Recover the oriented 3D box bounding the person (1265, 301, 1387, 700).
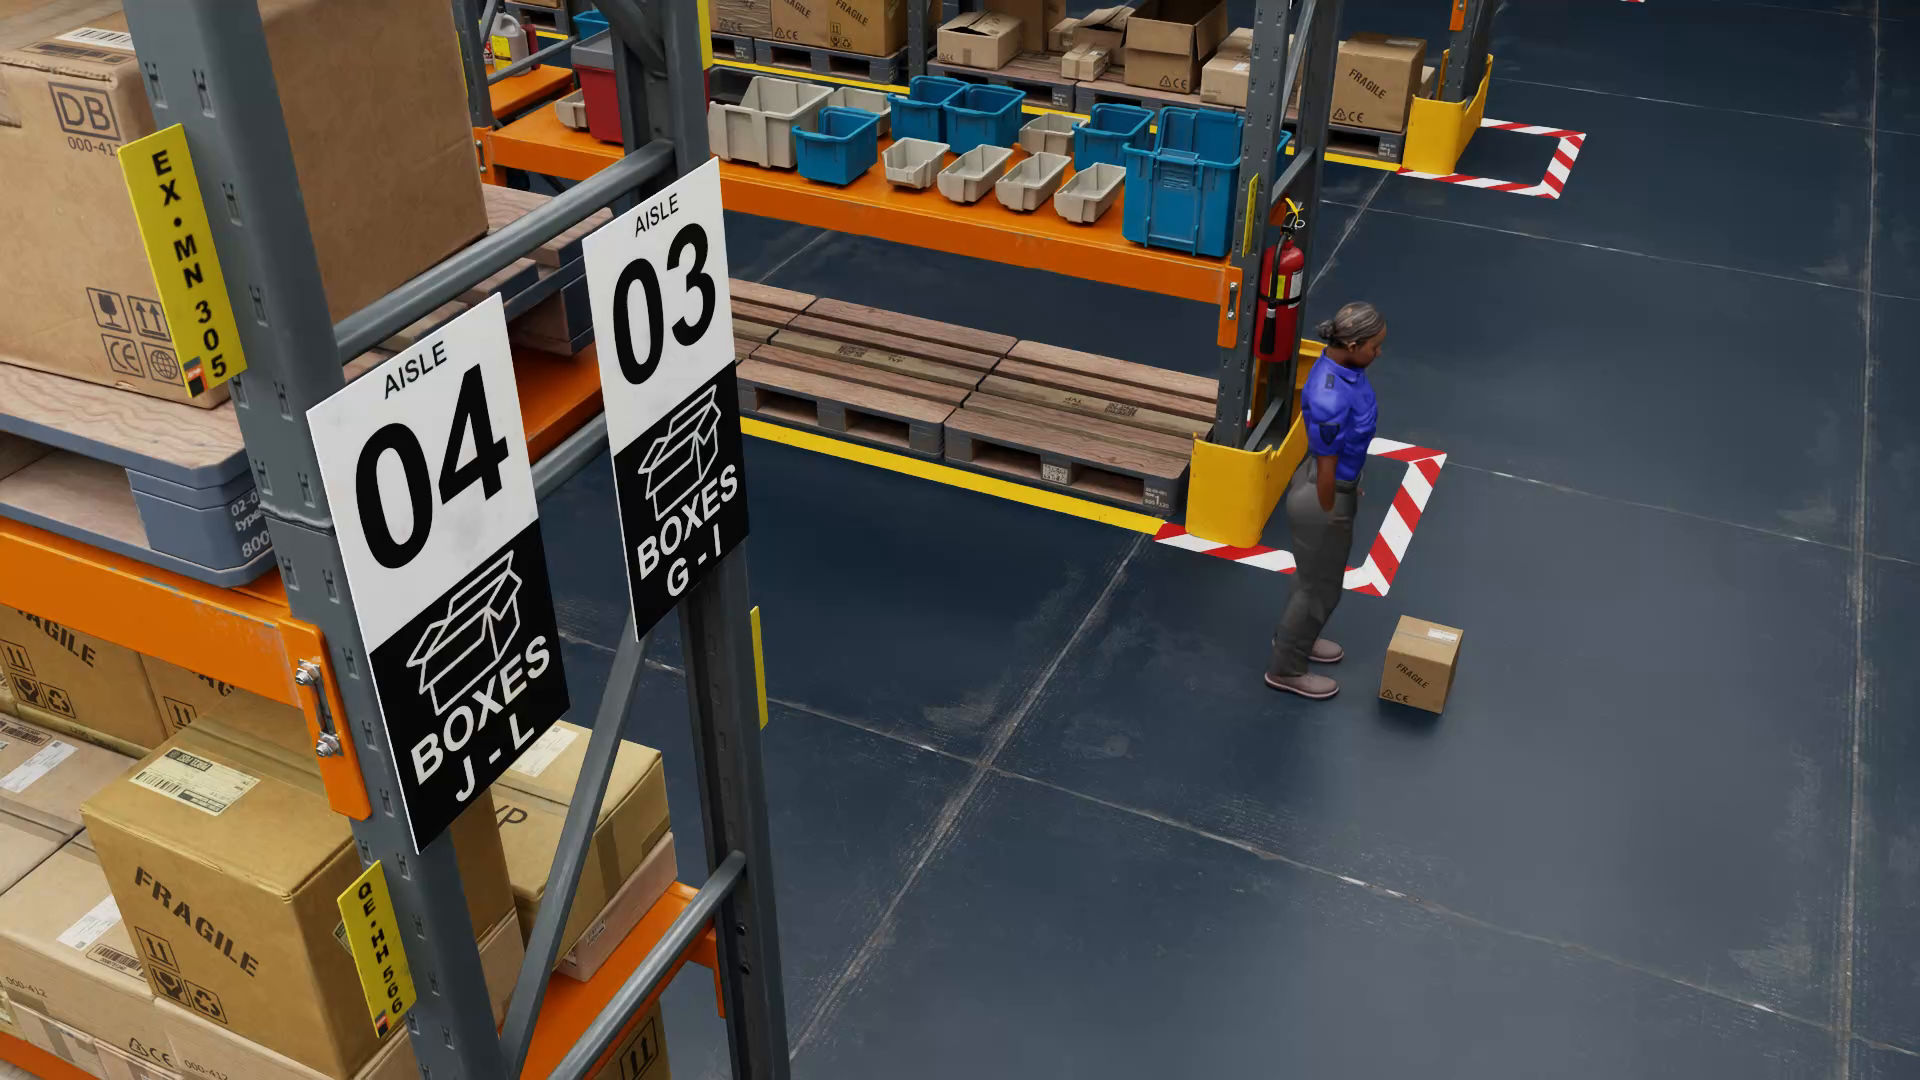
[{"bbox_3d":[1.418,-0.162,6.400,0.304,1.651,0.440,9,35,13],"label":"person"}]
